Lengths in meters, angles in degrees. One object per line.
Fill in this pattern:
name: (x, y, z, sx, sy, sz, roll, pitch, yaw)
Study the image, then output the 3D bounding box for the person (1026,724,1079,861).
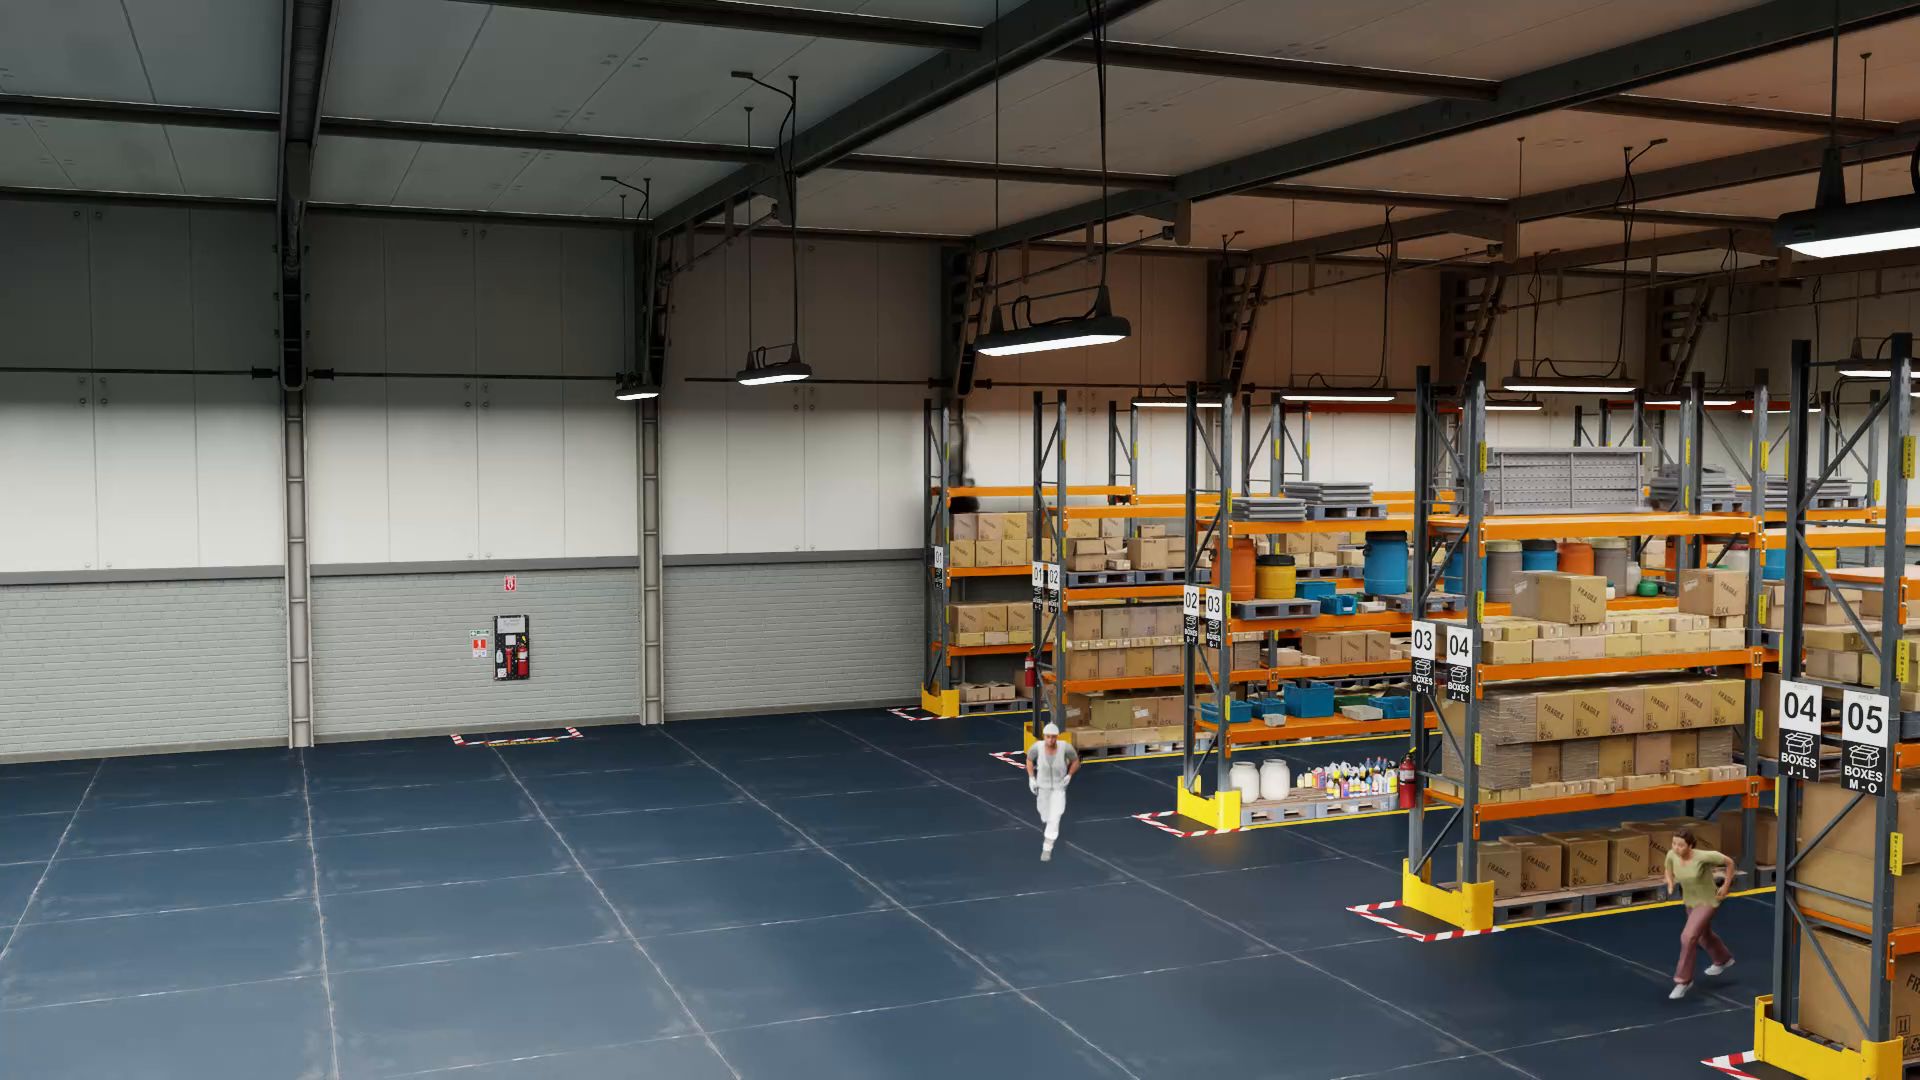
person: (1.160, 3.103, 20.814, 0.659, 1.723, 0.918, 0, 3, 3)

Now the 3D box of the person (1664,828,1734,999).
person: (7.009, 3.475, 15.650, 0.957, 1.622, 0.619, -2, 4, -35)
